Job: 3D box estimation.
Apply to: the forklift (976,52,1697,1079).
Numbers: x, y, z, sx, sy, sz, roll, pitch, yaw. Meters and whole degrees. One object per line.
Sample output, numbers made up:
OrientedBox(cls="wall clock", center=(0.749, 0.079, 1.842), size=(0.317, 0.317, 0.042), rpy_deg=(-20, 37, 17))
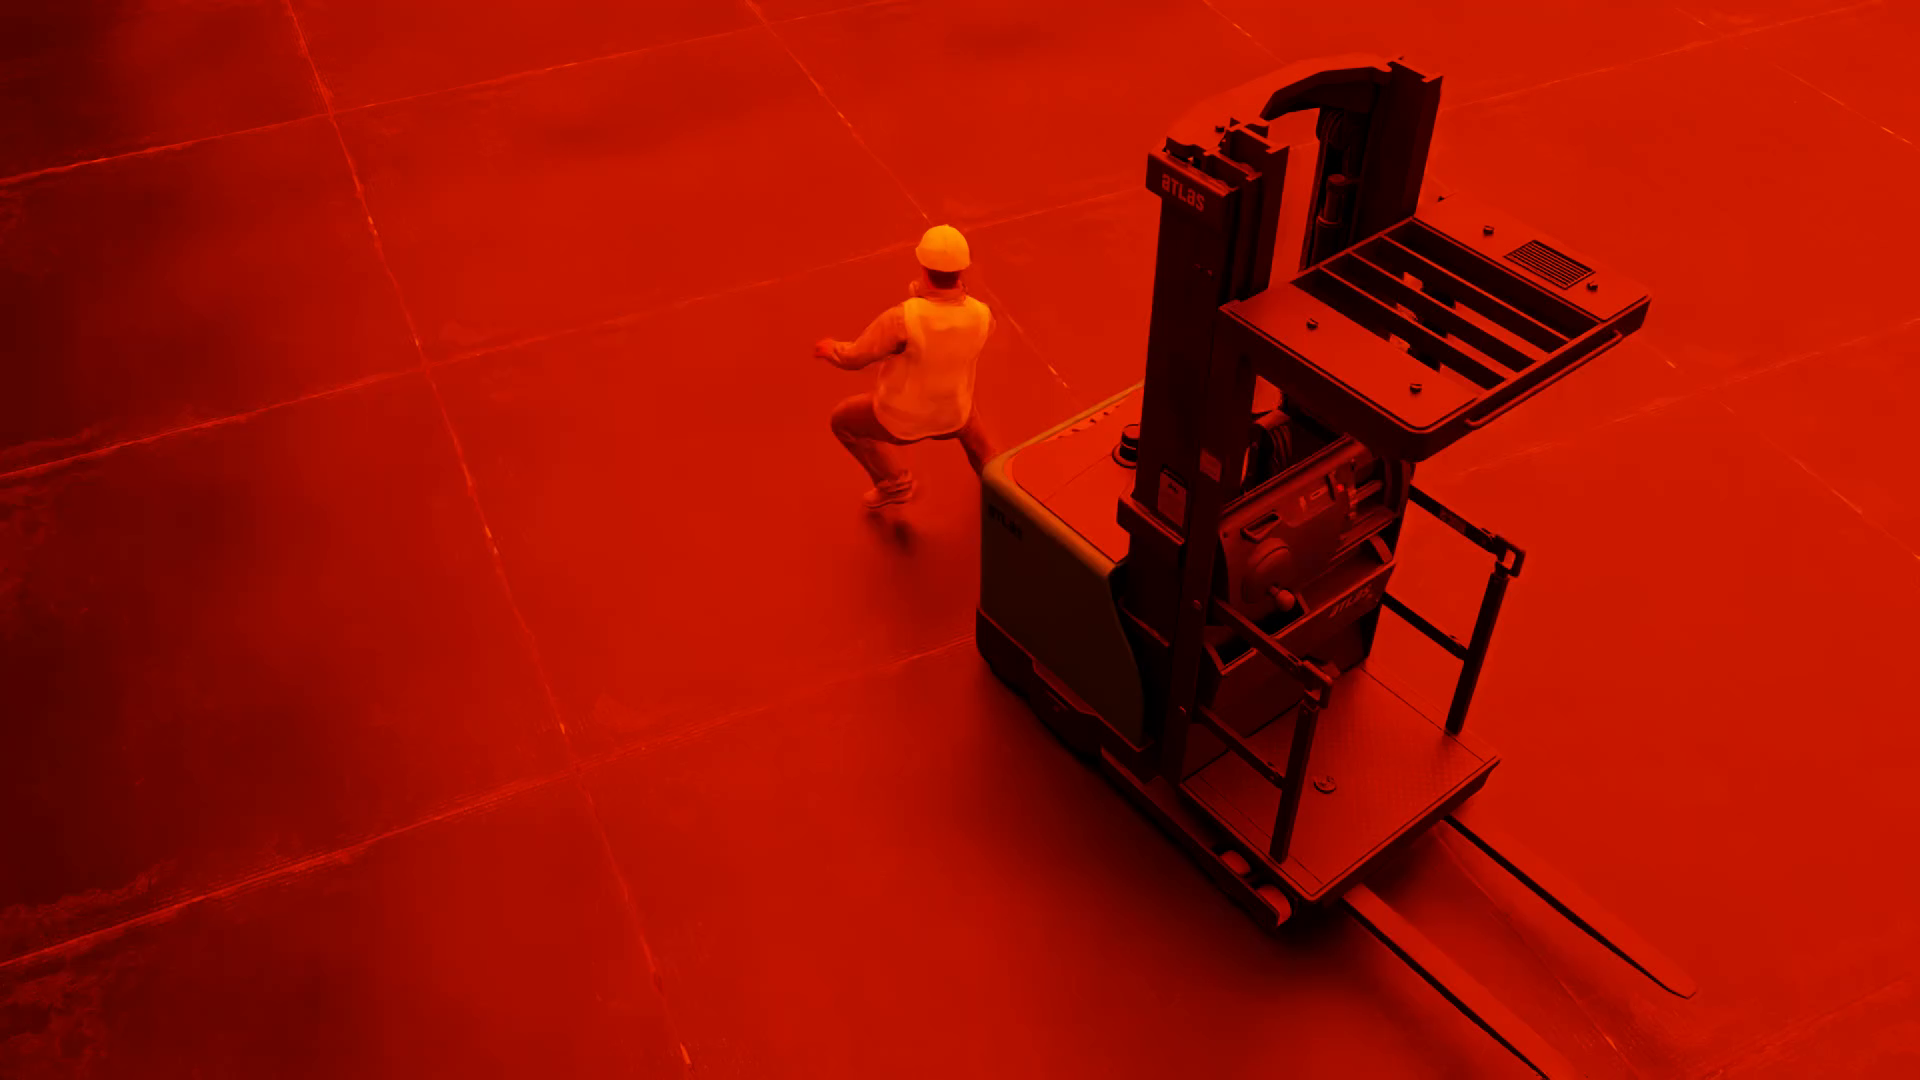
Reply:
OrientedBox(cls="forklift", center=(1.378, -0.002, 5.683), size=(1.130, 2.935, 3.031), rpy_deg=(-28, 50, -27))

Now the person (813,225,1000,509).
OrientedBox(cls="person", center=(-0.180, -0.762, 7.480), size=(0.909, 1.595, 0.752), rpy_deg=(-16, 45, -16))
